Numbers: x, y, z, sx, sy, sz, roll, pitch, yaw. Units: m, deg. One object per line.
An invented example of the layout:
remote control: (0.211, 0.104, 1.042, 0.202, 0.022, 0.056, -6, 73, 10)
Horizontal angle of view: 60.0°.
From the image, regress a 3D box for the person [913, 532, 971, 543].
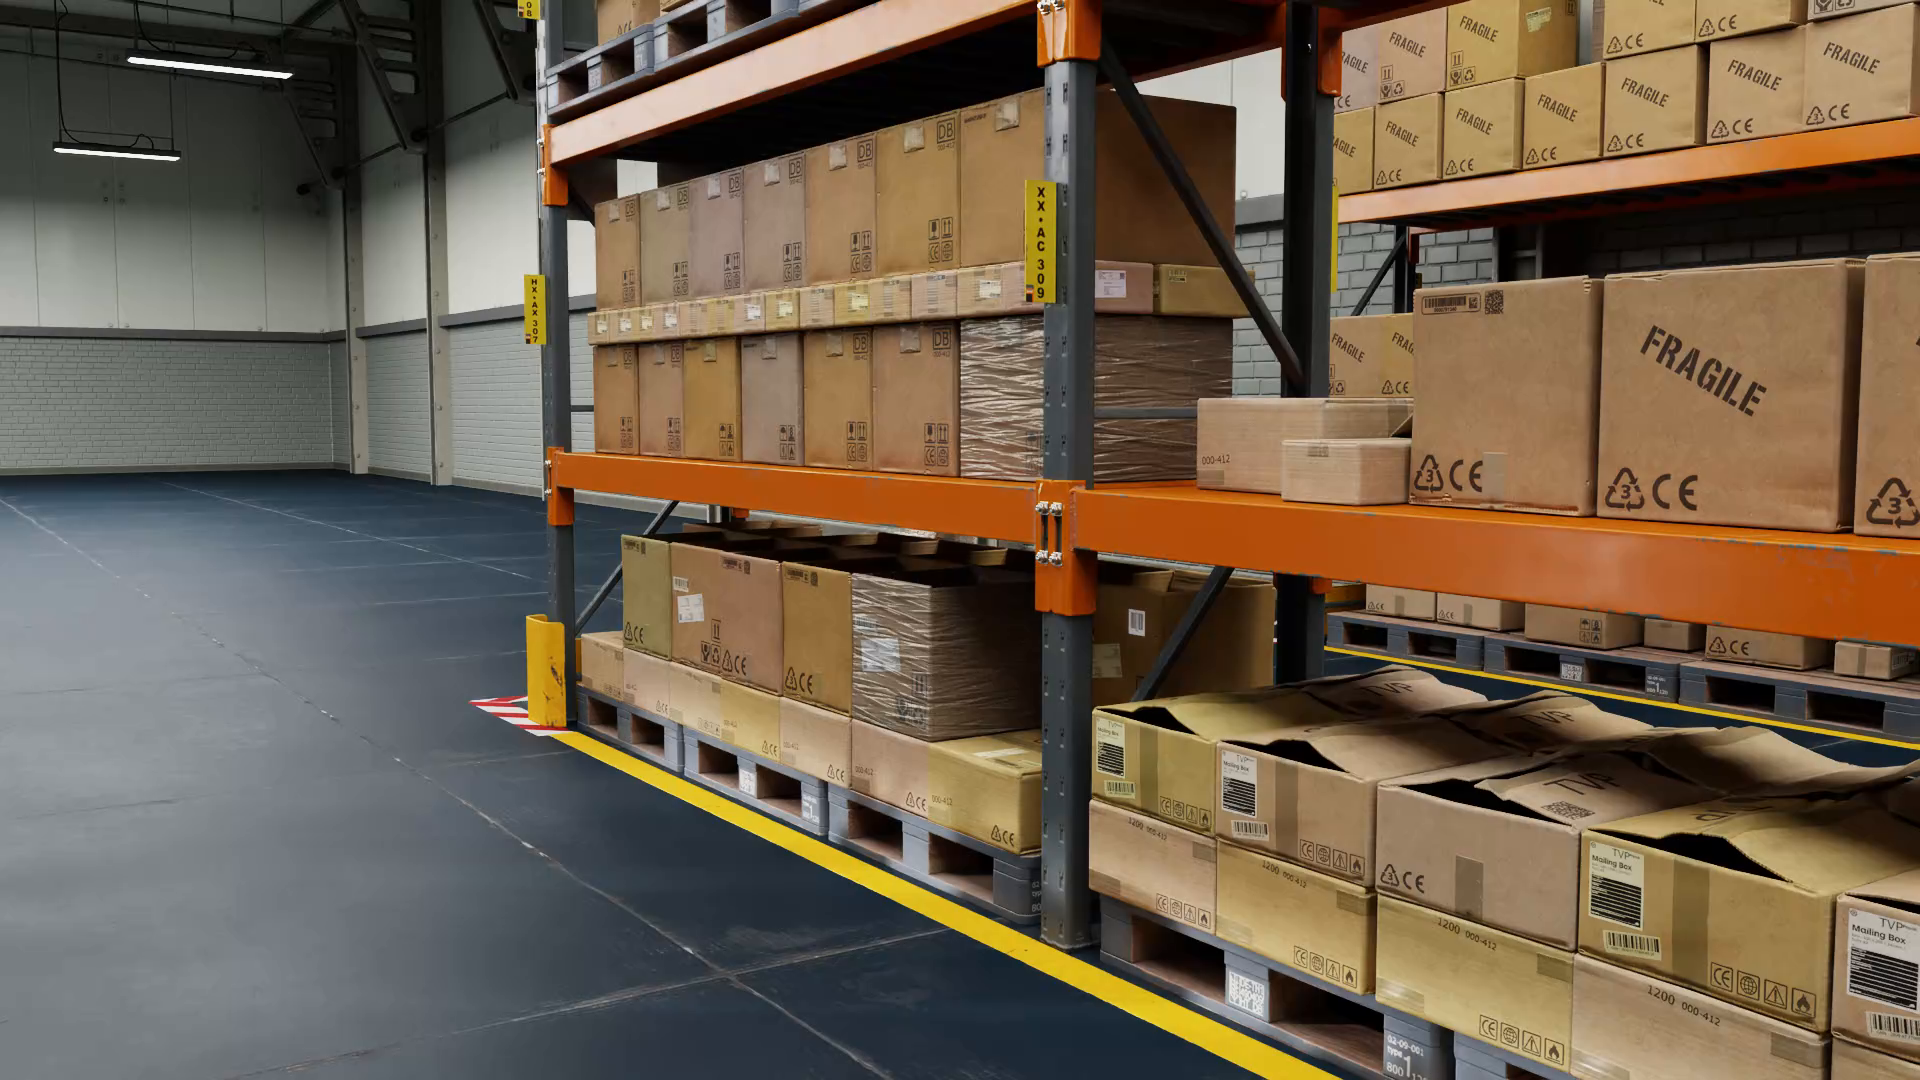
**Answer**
person: (-0.201, 0.334, 9.058, 0.518, 0.930, 0.782, -3, 6, -34)
